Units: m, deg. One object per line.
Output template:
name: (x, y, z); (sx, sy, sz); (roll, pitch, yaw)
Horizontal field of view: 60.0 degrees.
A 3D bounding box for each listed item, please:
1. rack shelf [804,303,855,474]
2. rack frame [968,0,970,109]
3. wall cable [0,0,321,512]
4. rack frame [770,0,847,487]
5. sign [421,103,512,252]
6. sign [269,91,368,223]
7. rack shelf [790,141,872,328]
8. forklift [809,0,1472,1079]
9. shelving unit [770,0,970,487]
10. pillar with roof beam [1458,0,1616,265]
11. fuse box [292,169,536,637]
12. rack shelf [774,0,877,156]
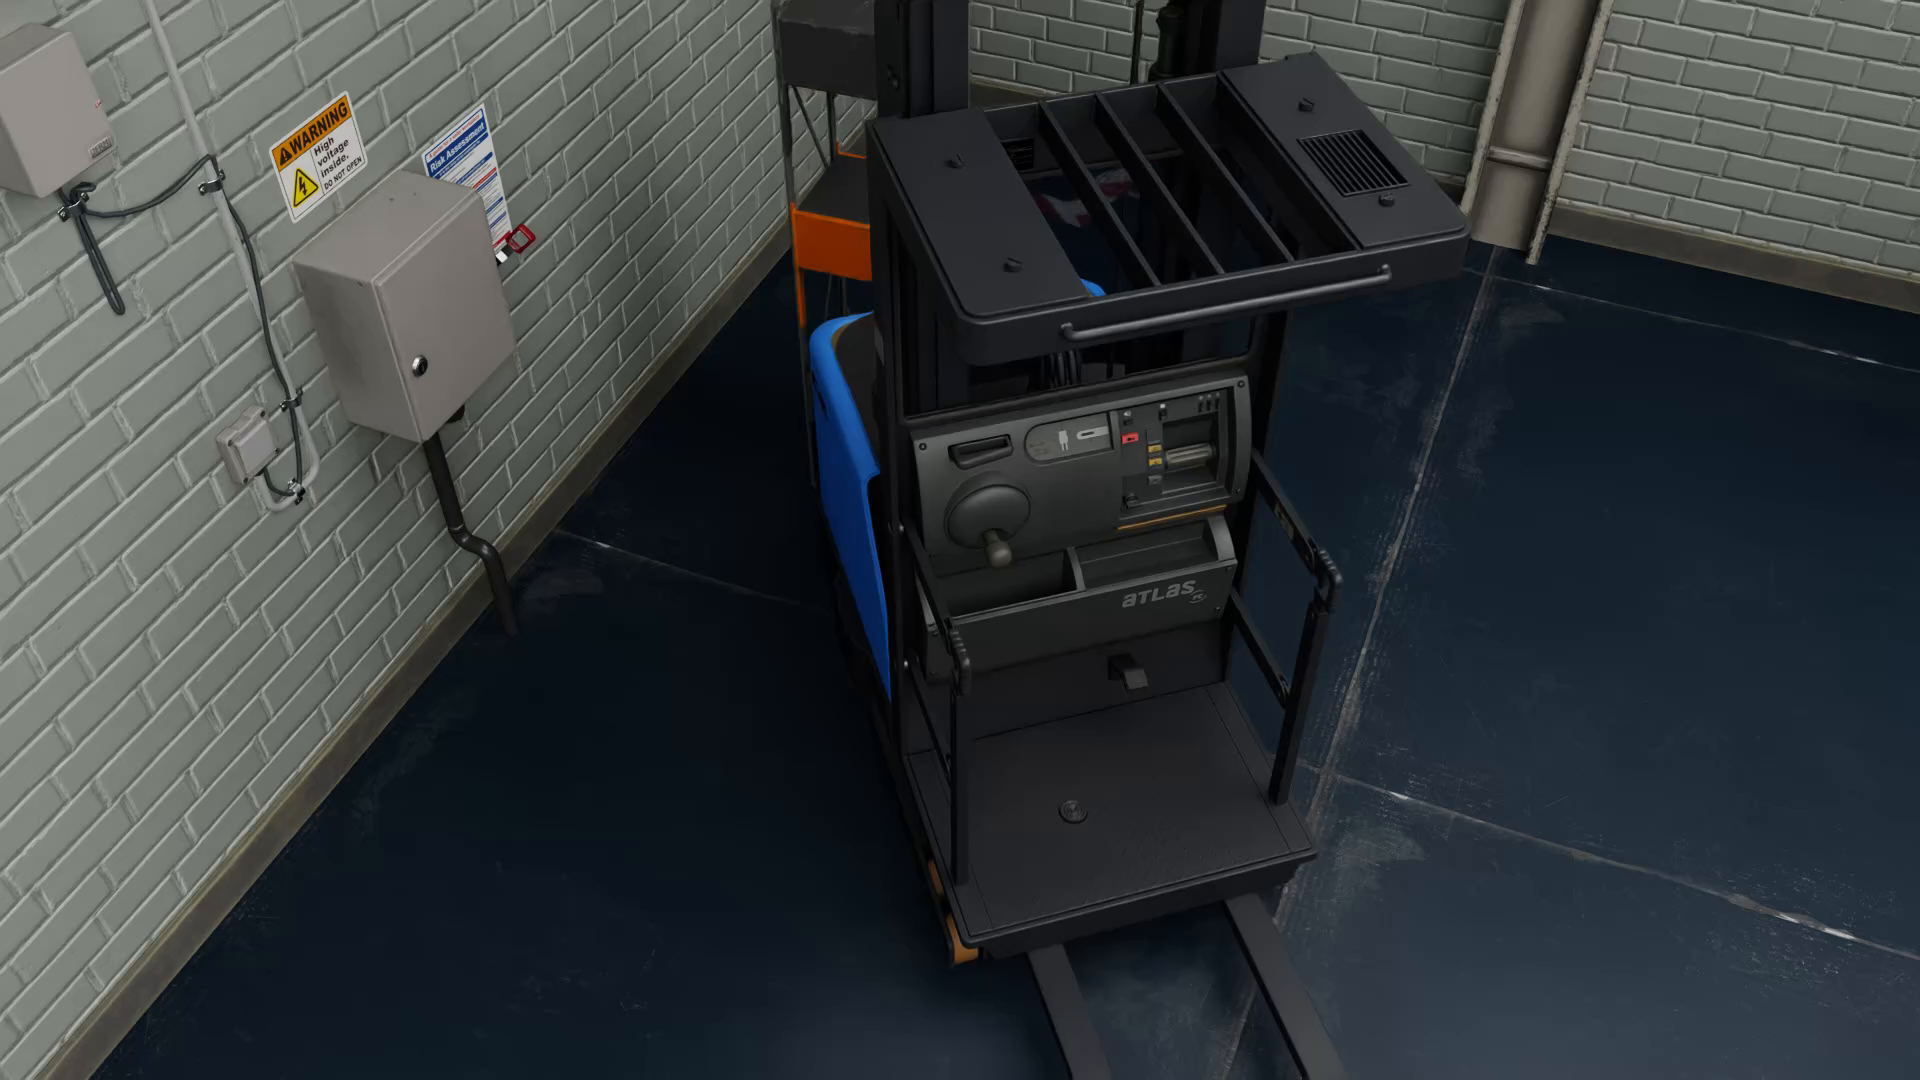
rack shelf: (-0.272, -0.521, 6.297); (0.480, 0.518, 0.431); (14, 47, 14)
rack frame: (-0.042, -0.970, 5.736); (0.015, 2.100, 0.400); (14, 47, 14)
wall cable: (-1.967, -0.707, 4.114); (0.122, 1.984, 0.588); (16, 47, 16)
rack frame: (-0.502, -1.085, 5.851); (0.015, 2.100, 0.400); (14, 47, 14)
sign: (-1.560, -1.093, 5.289); (0.001, 0.494, 0.329); (16, 47, 16)
sign: (-1.772, -1.061, 4.605); (0.001, 0.242, 0.339); (16, 47, 16)
rack shelf: (-0.272, -1.018, 5.803); (0.480, 0.518, 0.431); (14, 47, 14)
forklift: (0.397, -0.094, 4.267); (1.130, 2.935, 3.031); (-12, 46, -12)
shelving unit: (-0.272, -1.027, 5.794); (0.503, 2.100, 0.431); (14, 47, 14)
pillar with roof beam: (0.819, -1.780, 1.659); (0.400, 9.000, 9.100); (16, 47, 16)
fuse box: (-1.559, -0.292, 5.330); (0.414, 1.711, 0.539); (16, 47, 16)
rack shelf: (-0.272, -1.514, 5.310); (0.480, 0.518, 0.431); (14, 47, 14)
